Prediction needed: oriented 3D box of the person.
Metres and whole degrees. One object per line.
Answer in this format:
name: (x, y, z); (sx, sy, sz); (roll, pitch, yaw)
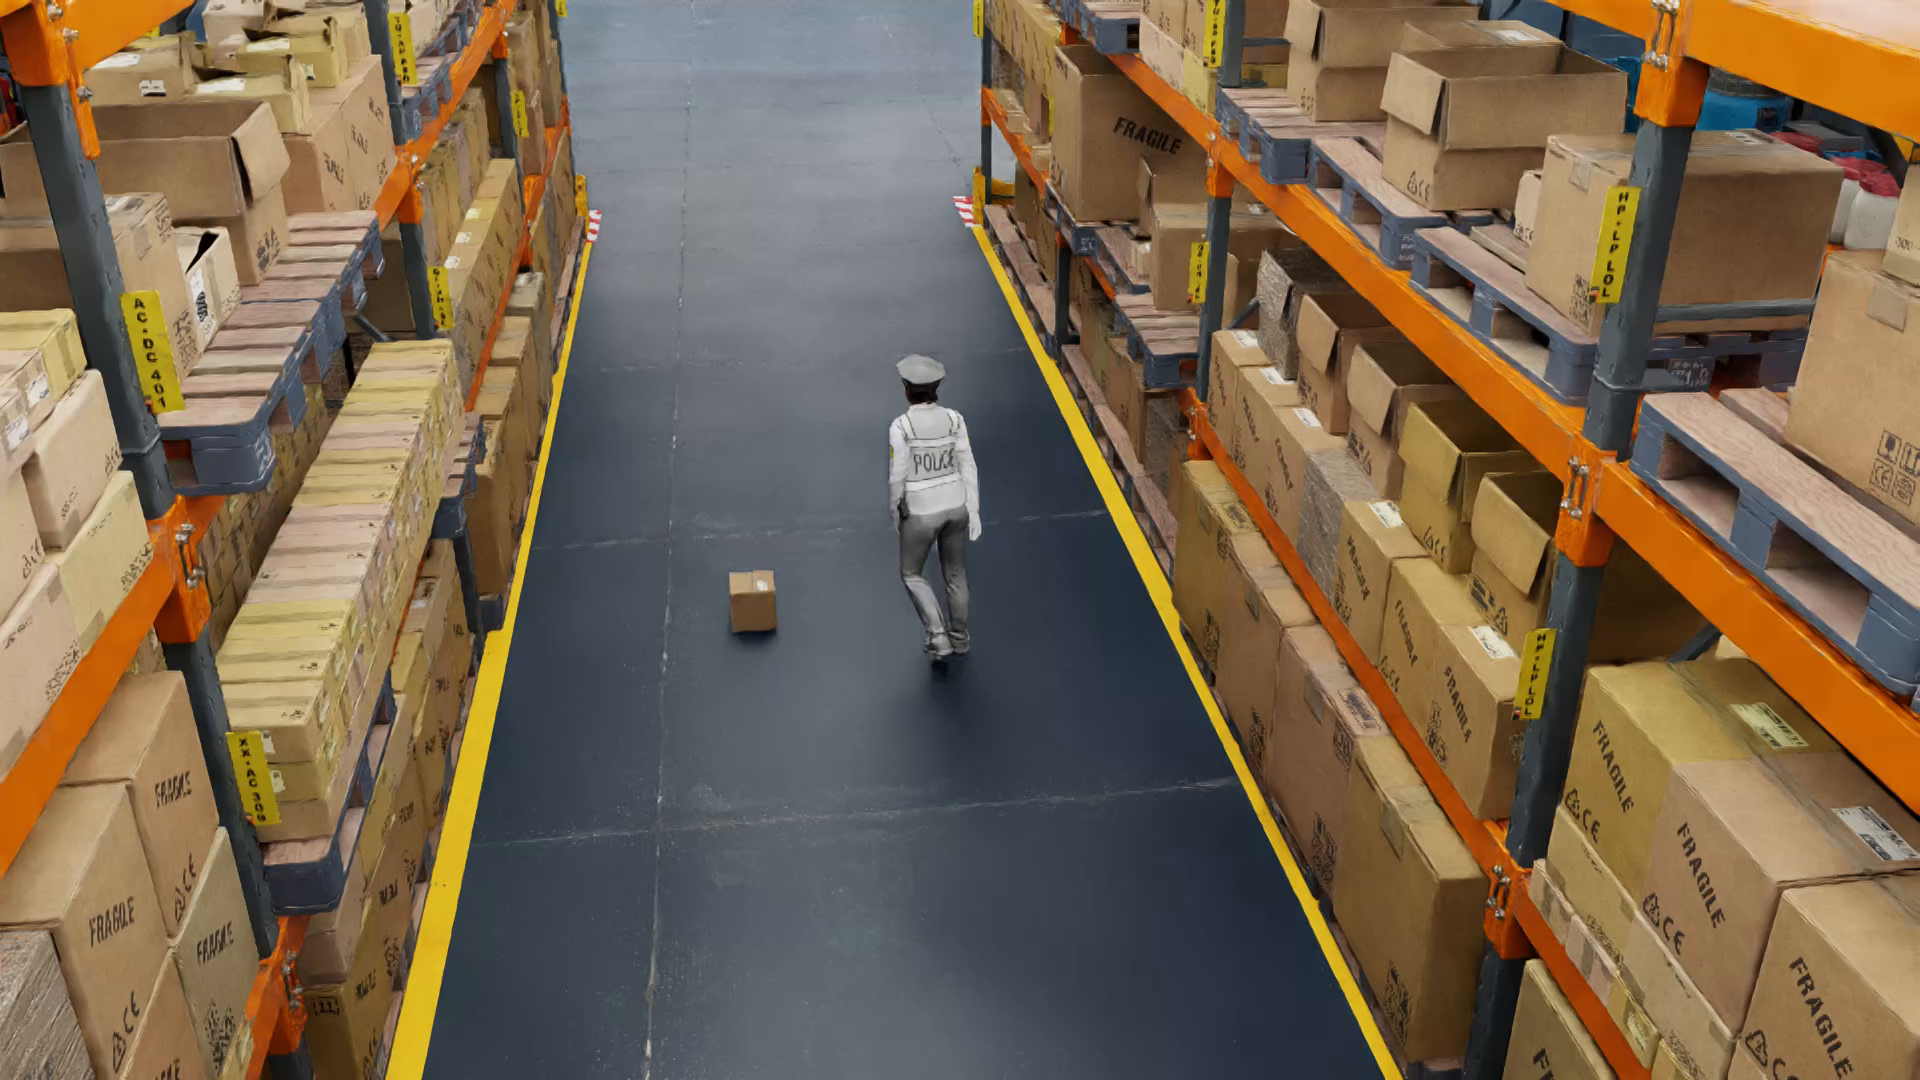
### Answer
person: (-0.132, -0.126, 8.875); (0.493, 1.652, 0.601); (-15, 31, -26)
